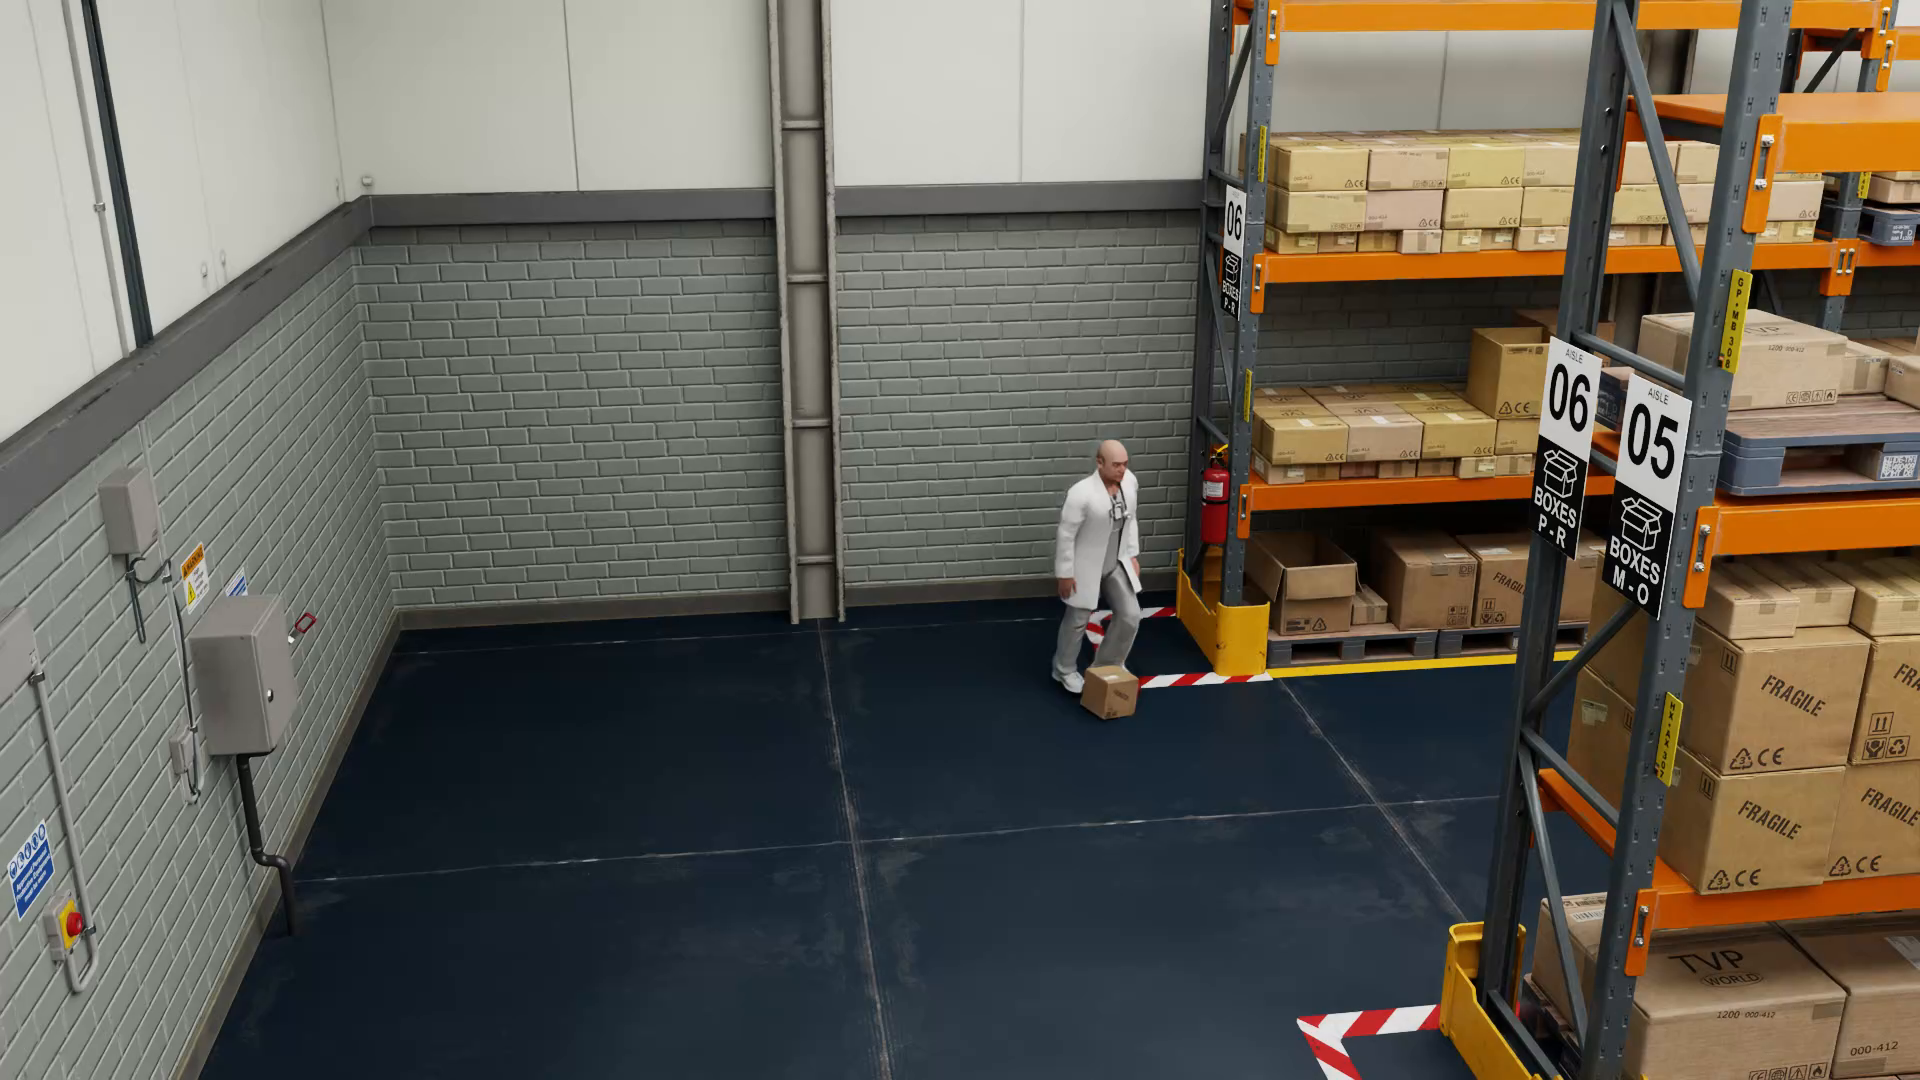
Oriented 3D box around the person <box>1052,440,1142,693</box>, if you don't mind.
[{"bbox_3d":[0.845,0.170,10.620,0.634,1.772,0.606,-12,23,-31],"label":"person"}]
